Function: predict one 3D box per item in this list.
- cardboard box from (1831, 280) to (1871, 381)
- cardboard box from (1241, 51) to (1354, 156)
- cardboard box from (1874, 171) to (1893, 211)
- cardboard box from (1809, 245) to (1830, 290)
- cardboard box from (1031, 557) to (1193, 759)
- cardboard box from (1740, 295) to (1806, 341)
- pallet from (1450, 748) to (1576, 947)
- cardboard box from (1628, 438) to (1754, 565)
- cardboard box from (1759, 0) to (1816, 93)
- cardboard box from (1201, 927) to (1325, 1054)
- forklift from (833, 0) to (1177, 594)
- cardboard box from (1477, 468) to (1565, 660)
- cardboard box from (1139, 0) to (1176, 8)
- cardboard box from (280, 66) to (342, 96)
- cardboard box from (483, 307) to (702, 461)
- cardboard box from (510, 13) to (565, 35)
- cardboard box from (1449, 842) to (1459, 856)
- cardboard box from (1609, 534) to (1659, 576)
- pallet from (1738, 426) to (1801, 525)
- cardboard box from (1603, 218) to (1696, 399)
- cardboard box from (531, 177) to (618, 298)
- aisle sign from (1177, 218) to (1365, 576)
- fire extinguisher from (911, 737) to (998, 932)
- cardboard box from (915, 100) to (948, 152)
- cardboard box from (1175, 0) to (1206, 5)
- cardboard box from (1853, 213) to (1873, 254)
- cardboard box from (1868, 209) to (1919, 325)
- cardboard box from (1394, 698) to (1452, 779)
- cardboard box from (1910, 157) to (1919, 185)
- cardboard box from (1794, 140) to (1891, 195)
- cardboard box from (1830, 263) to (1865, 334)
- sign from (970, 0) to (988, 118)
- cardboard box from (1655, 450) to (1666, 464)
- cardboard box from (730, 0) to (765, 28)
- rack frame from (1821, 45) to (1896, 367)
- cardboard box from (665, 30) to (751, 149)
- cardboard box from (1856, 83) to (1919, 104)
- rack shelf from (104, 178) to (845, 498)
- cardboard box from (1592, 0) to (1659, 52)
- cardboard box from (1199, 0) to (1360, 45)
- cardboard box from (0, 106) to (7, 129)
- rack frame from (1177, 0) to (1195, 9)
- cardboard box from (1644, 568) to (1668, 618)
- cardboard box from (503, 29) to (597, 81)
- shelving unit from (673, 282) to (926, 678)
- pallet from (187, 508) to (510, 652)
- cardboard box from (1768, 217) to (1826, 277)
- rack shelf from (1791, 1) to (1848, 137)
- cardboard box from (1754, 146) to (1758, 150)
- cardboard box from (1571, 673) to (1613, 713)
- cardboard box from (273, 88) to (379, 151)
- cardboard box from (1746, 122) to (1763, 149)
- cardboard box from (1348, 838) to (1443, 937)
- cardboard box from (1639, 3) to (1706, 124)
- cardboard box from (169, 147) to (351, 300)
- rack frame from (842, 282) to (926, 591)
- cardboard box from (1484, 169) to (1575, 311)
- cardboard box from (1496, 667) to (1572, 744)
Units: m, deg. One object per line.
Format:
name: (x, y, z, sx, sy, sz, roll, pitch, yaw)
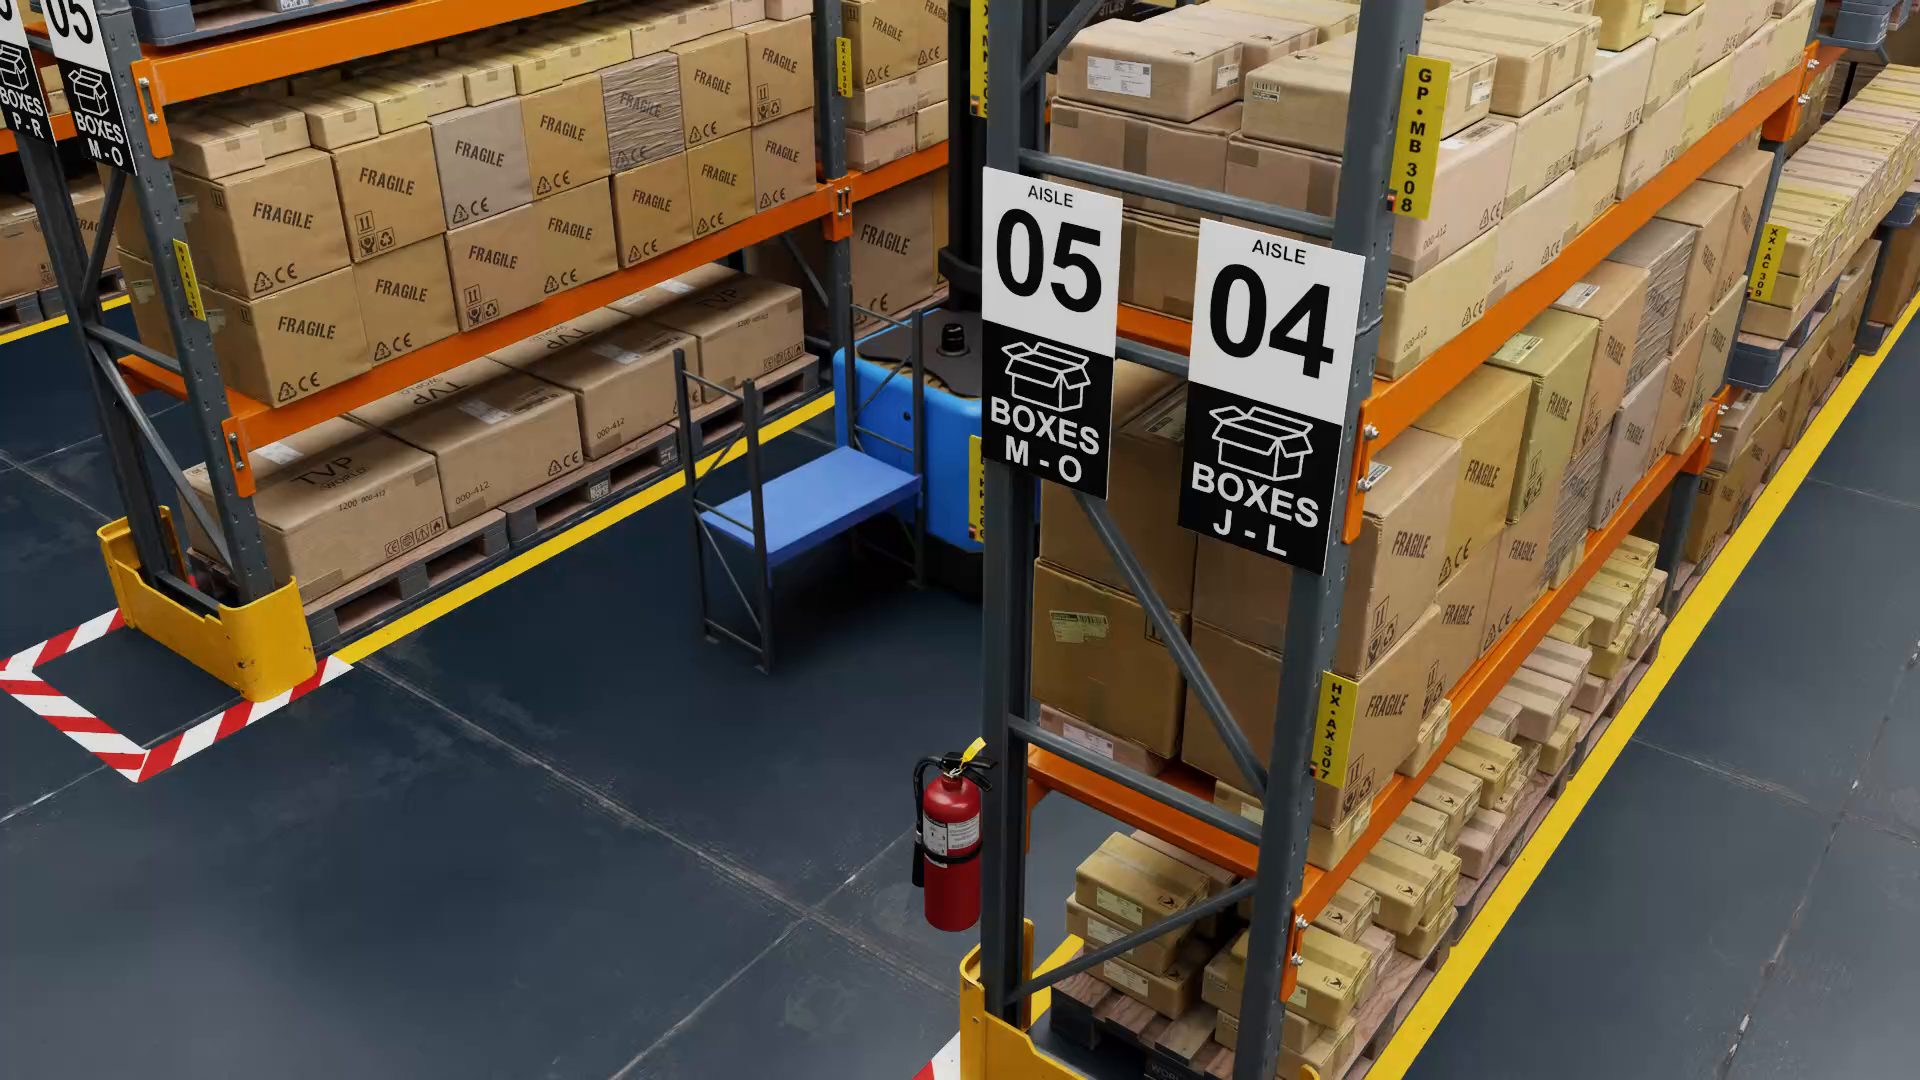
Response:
cardboard box: (5.137, -1.328, 10.088, 0.500, 0.500, 0.500, 21, 37, 31)
cardboard box: (0.874, -0.993, 3.806, 0.380, 0.149, 0.250, 21, 36, 31)
cardboard box: (4.459, -1.800, 8.388, 0.380, 0.149, 0.250, 20, 36, 30)
cardboard box: (3.671, -1.270, 7.493, 0.380, 0.149, 0.250, 20, 36, 30)
cardboard box: (0.563, 0.248, 4.999, 0.500, 0.500, 0.500, 22, 37, 32)
cardboard box: (3.516, -1.036, 7.390, 0.380, 0.149, 0.250, 19, 36, 29)
pallet: (1.798, 1.037, 6.793, 1.003, 0.211, 1.213, 21, 37, 31)
cardboard box: (3.569, -0.269, 8.301, 0.500, 0.500, 0.500, 23, 37, 33)
cardboard box: (2.831, -1.888, 6.198, 0.500, 0.250, 0.500, 22, 37, 32)
cardboard box: (1.018, 1.465, 5.428, 0.380, 0.149, 0.250, 23, 38, 33)
forklift: (0.718, -1.661, 8.678, 1.130, 2.935, 3.031, 25, 39, 35)
cardboard box: (1.597, -0.008, 5.431, 0.500, 0.500, 0.500, 22, 37, 32)
cardboard box: (1.229, -3.928, 12.093, 0.500, 0.250, 0.500, 21, 37, 31)
cardboard box: (-3.046, -2.092, 7.623, 0.380, 0.149, 0.250, 22, 37, 32)
cardboard box: (-2.100, -0.919, 9.460, 0.875, 0.438, 0.875, 20, 36, 30)
cardboard box: (-2.224, -2.596, 8.473, 0.380, 0.149, 0.250, 21, 37, 31)
cardboard box: (1.625, 1.175, 6.210, 0.380, 0.149, 0.250, 21, 37, 31)
cardboard box: (2.904, 0.070, 7.491, 0.380, 0.149, 0.250, 22, 37, 33)
pallet: (4.117, -0.560, 9.488, 1.003, 0.211, 1.213, 21, 37, 31)
cardboard box: (2.216, -0.856, 5.882, 0.500, 0.500, 0.500, 22, 37, 33)
cardboard box: (-2.098, -1.575, 8.367, 0.500, 0.500, 0.500, 22, 37, 33)
aisle sign: (0.692, -0.315, 3.790, 0.394, 0.787, 0.004, 21, 37, 31)
fire extinguisher: (-0.023, 0.835, 4.840, 0.296, 0.674, 0.183, 21, 37, 31)
cardboard box: (-0.309, -2.671, 10.461, 0.500, 0.250, 0.500, 20, 36, 30)
cardboard box: (1.663, -4.200, 12.730, 0.380, 0.149, 0.250, 19, 35, 29)
cardboard box: (4.300, -1.568, 8.288, 0.380, 0.149, 0.250, 20, 36, 30)
cardboard box: (5.766, -2.003, 10.982, 1.050, 0.750, 0.750, 21, 36, 31)
cardboard box: (1.280, 0.550, 5.127, 0.380, 0.149, 0.250, 20, 36, 30)
cardboard box: (5.089, -2.096, 9.179, 0.380, 0.149, 0.250, 22, 37, 32)
cardboard box: (4.296, -1.817, 8.126, 0.380, 0.149, 0.250, 23, 37, 33)
cardboard box: (4.826, -1.431, 9.527, 0.500, 0.250, 0.500, 22, 37, 32)
sign: (0.067, -1.169, 3.970, 0.100, 0.325, 0.005, 21, 37, 31)
cardboard box: (2.648, -0.420, 6.763, 0.380, 0.149, 0.250, 23, 37, 33)
cardboard box: (-1.274, -2.882, 8.956, 0.380, 0.149, 0.250, 22, 37, 32)
rack frame: (5.326, -2.570, 10.145, 1.000, 3.000, 0.127, 21, 37, 31)
cardboard box: (-1.473, -2.419, 8.812, 0.500, 0.500, 0.500, 21, 36, 31)
cardboard box: (5.084, -2.351, 9.025, 0.380, 0.149, 0.250, 22, 37, 33)
rack shelf: (-2.303, -1.304, 8.715, 1.077, 0.370, 4.000, 21, 37, 31)
cardboard box: (1.718, -1.492, 4.650, 0.380, 0.149, 0.250, 22, 37, 33)
cardboard box: (0.845, -1.331, 4.378, 0.380, 0.149, 0.250, 20, 36, 30)
cardboard box: (-6.235, -2.777, 10.739, 0.380, 0.149, 0.250, 20, 36, 30)
rack frame: (1.319, -4.053, 12.646, 1.000, 3.000, 0.127, 21, 37, 31)
cardboard box: (2.975, 0.199, 7.564, 0.380, 0.149, 0.250, 22, 37, 32)
cardboard box: (-1.986, -2.351, 8.060, 0.380, 0.149, 0.250, 21, 37, 31)
shelving unit: (-0.707, -0.291, 7.771, 0.538, 1.500, 1.048, 25, 39, 35)
pallet: (-3.090, 0.050, 8.459, 1.003, 0.211, 1.213, 21, 37, 31)
cardboard box: (3.516, -1.292, 7.238, 0.380, 0.149, 0.250, 23, 38, 34)
rack shelf: (4.119, -2.738, 8.192, 1.077, 0.370, 4.000, 21, 37, 31)
cardboard box: (3.938, -2.001, 8.728, 0.380, 0.149, 0.250, 23, 37, 33)
cardboard box: (2.615, 0.573, 7.226, 0.380, 0.149, 0.250, 20, 36, 30)
cardboard box: (-2.726, -1.811, 7.149, 0.380, 0.149, 0.250, 22, 37, 33)
cardboard box: (3.947, -2.136, 8.663, 0.380, 0.149, 0.250, 21, 36, 31)
cardboard box: (1.409, 1.151, 5.667, 0.380, 0.149, 0.250, 21, 37, 31)
cardboard box: (1.902, -1.478, 5.017, 0.500, 0.250, 0.500, 20, 36, 30)
cardboard box: (-2.993, -1.382, 7.060, 0.500, 0.500, 0.500, 20, 36, 30)
rack frame: (-0.364, -0.483, 8.093, 0.500, 1.500, 0.032, 25, 39, 35)
cardboard box: (1.293, -0.861, 4.466, 0.500, 0.250, 0.500, 22, 37, 33)
cardboard box: (2.176, 0.623, 6.558, 0.380, 0.149, 0.250, 20, 36, 30)
